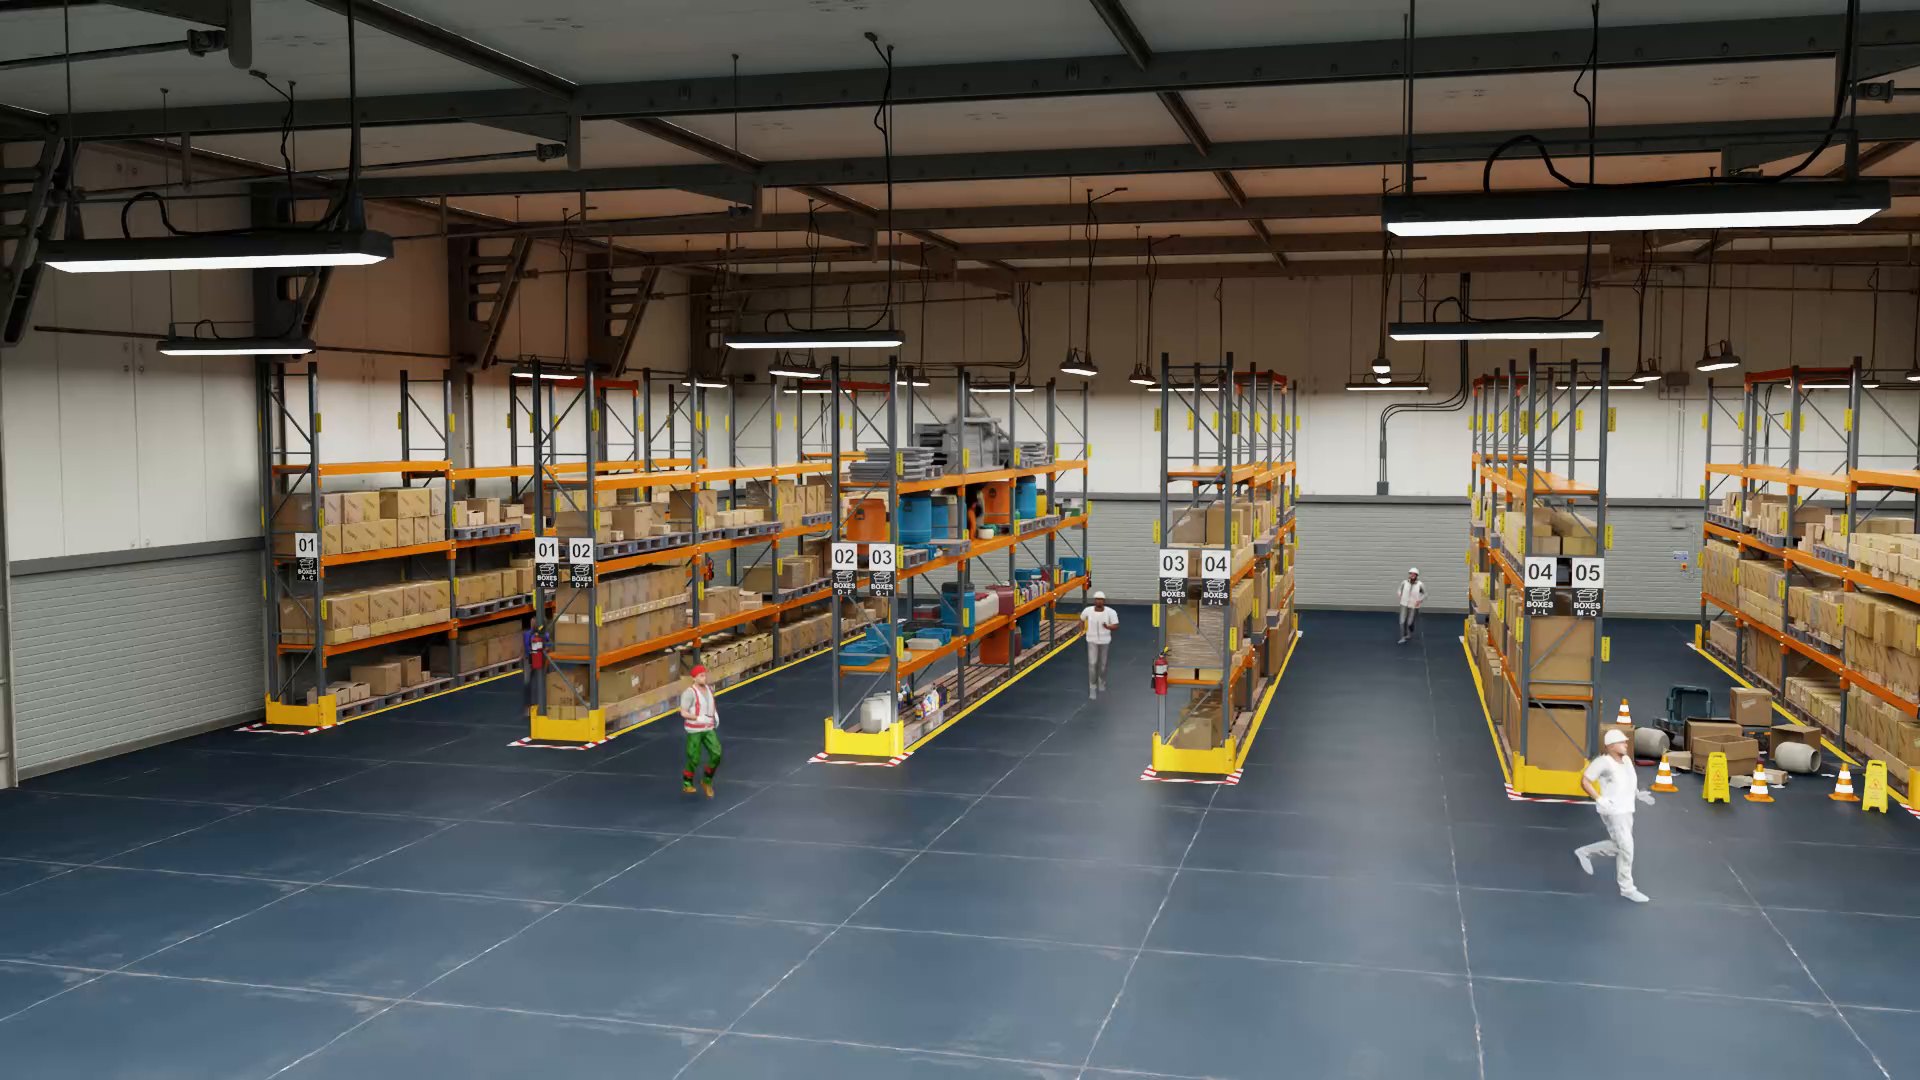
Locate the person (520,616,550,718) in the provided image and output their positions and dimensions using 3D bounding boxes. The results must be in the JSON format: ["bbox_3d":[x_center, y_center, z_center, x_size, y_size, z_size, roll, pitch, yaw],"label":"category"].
[{"bbox_3d":[-7.301,2.165,28.587,0.547,1.718,0.771,0,4,1],"label":"person"}]

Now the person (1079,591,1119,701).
[{"bbox_3d":[2.397,1.802,28.731,0.677,1.846,0.768,0,4,3],"label":"person"}]

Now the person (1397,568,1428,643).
[{"bbox_3d":[10.251,1.494,37.790,0.681,1.718,0.619,2,5,30],"label":"person"}]

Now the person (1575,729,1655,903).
[{"bbox_3d":[6.913,2.889,17.648,0.672,1.776,0.879,-3,5,-40],"label":"person"}]

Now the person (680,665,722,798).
[{"bbox_3d":[-3.423,2.568,22.146,0.710,1.821,0.690,4,6,45],"label":"person"}]
